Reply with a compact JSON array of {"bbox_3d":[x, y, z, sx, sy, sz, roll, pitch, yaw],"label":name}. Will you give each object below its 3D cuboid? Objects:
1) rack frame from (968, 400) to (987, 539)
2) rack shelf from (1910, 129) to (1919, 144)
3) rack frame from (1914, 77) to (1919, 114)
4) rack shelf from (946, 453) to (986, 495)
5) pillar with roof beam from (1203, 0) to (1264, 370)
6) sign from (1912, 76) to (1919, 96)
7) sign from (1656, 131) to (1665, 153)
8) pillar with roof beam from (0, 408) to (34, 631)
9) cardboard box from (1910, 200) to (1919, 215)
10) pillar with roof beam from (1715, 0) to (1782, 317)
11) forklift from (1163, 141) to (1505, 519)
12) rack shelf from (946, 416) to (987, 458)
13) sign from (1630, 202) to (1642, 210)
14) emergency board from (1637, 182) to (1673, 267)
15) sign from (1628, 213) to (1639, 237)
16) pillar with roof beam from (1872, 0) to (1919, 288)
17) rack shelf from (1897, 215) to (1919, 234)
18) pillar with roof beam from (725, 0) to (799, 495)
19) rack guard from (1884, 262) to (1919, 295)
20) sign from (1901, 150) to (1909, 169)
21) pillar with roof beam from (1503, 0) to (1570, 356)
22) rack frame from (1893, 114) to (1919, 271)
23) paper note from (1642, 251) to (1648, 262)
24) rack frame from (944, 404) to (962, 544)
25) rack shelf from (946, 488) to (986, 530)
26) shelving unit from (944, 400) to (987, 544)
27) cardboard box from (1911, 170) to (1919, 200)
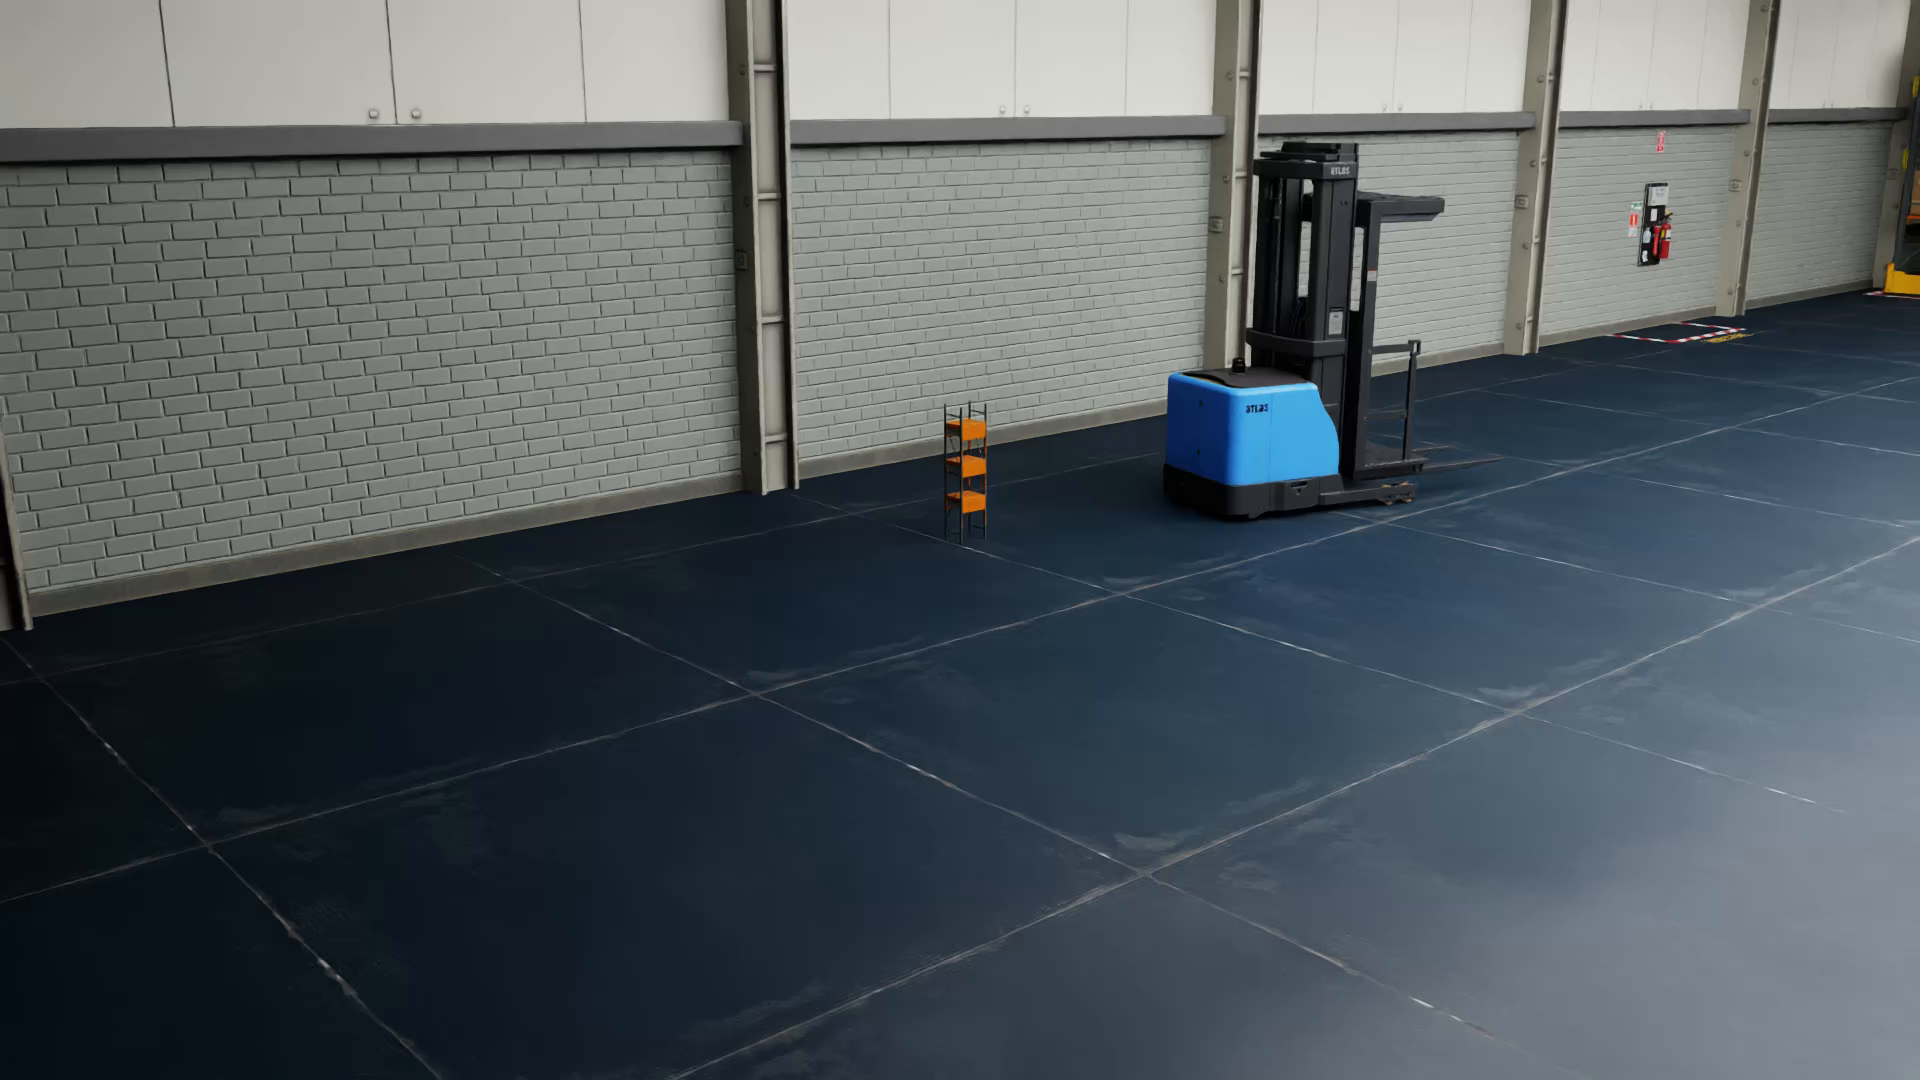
[{"bbox_3d":[0.132,-0.537,12.726,0.008,1.050,0.200,-13,19,-39],"label":"rack frame"},{"bbox_3d":[18.014,-7.112,29.145,4.000,0.370,1.077,-13,19,-39],"label":"rack shelf"},{"bbox_3d":[16.505,-8.570,27.397,0.127,3.000,1.000,-13,19,-39],"label":"rack frame"},{"bbox_3d":[0.040,-0.506,12.651,0.240,0.259,0.215,-13,19,-39],"label":"rack shelf"},{"bbox_3d":[5.712,-4.970,13.918,0.400,9.000,9.100,-13,19,-39],"label":"pillar with roof beam"},{"bbox_3d":[16.156,-7.660,28.087,0.005,0.325,0.100,-13,19,-39],"label":"sign"},{"bbox_3d":[9.978,-5.669,23.669,0.199,0.298,0.001,-13,19,-39],"label":"sign"},{"bbox_3d":[-3.340,-2.937,6.308,0.400,9.000,9.100,-13,19,-39],"label":"pillar with roof beam"},{"bbox_3d":[16.730,-5.726,28.626,0.500,0.250,0.500,-12,19,-39],"label":"cardboard box"},{"bbox_3d":[14.765,-7.003,21.529,0.400,9.000,9.100,-13,19,-39],"label":"pillar with roof beam"},{"bbox_3d":[3.267,-1.824,13.901,3.031,2.935,1.130,-7,17,-25],"label":"forklift"},{"bbox_3d":[0.040,-0.780,12.578,0.240,0.259,0.215,-13,19,-39],"label":"rack shelf"},{"bbox_3d":[9.574,-4.730,23.549,0.331,0.109,0.001,-13,19,-39],"label":"sign"},{"bbox_3d":[10.050,-4.531,23.901,0.643,1.169,0.194,-13,19,-39],"label":"emergency board"},{"bbox_3d":[9.565,-4.475,23.621,0.234,0.329,0.001,-13,19,-39],"label":"sign"},{"bbox_3d":[19.291,-8.019,25.334,0.400,9.000,9.100,-13,19,-39],"label":"pillar with roof beam"},{"bbox_3d":[18.014,-5.663,29.533,4.000,0.370,1.077,-13,19,-39],"label":"rack shelf"},{"bbox_3d":[1.186,-3.953,10.113,0.400,9.000,9.100,-13,19,-39],"label":"pillar with roof beam"},{"bbox_3d":[16.562,-4.477,28.542,0.348,0.500,1.175,-13,19,-39],"label":"rack guard"},{"bbox_3d":[16.156,-6.495,28.398,0.005,0.325,0.100,-13,19,-39],"label":"sign"},{"bbox_3d":[10.239,-5.986,17.723,0.400,9.000,9.100,-13,19,-39],"label":"pillar with roof beam"},{"bbox_3d":[16.505,-5.672,28.171,0.127,3.000,1.000,-13,19,-39],"label":"rack frame"},{"bbox_3d":[9.871,-4.089,23.953,0.142,0.148,0.016,-13,19,-39],"label":"paper note"},{"bbox_3d":[-0.052,-0.496,12.571,0.008,1.050,0.200,-13,19,-39],"label":"rack frame"},{"bbox_3d":[0.040,-0.238,12.723,0.240,0.259,0.215,-13,19,-39],"label":"rack shelf"},{"bbox_3d":[0.040,-0.516,12.648,0.252,1.050,0.215,-13,19,-39],"label":"shelving unit"},{"bbox_3d":[16.721,-6.093,28.545,0.500,0.500,0.500,-13,20,-40],"label":"cardboard box"}]
